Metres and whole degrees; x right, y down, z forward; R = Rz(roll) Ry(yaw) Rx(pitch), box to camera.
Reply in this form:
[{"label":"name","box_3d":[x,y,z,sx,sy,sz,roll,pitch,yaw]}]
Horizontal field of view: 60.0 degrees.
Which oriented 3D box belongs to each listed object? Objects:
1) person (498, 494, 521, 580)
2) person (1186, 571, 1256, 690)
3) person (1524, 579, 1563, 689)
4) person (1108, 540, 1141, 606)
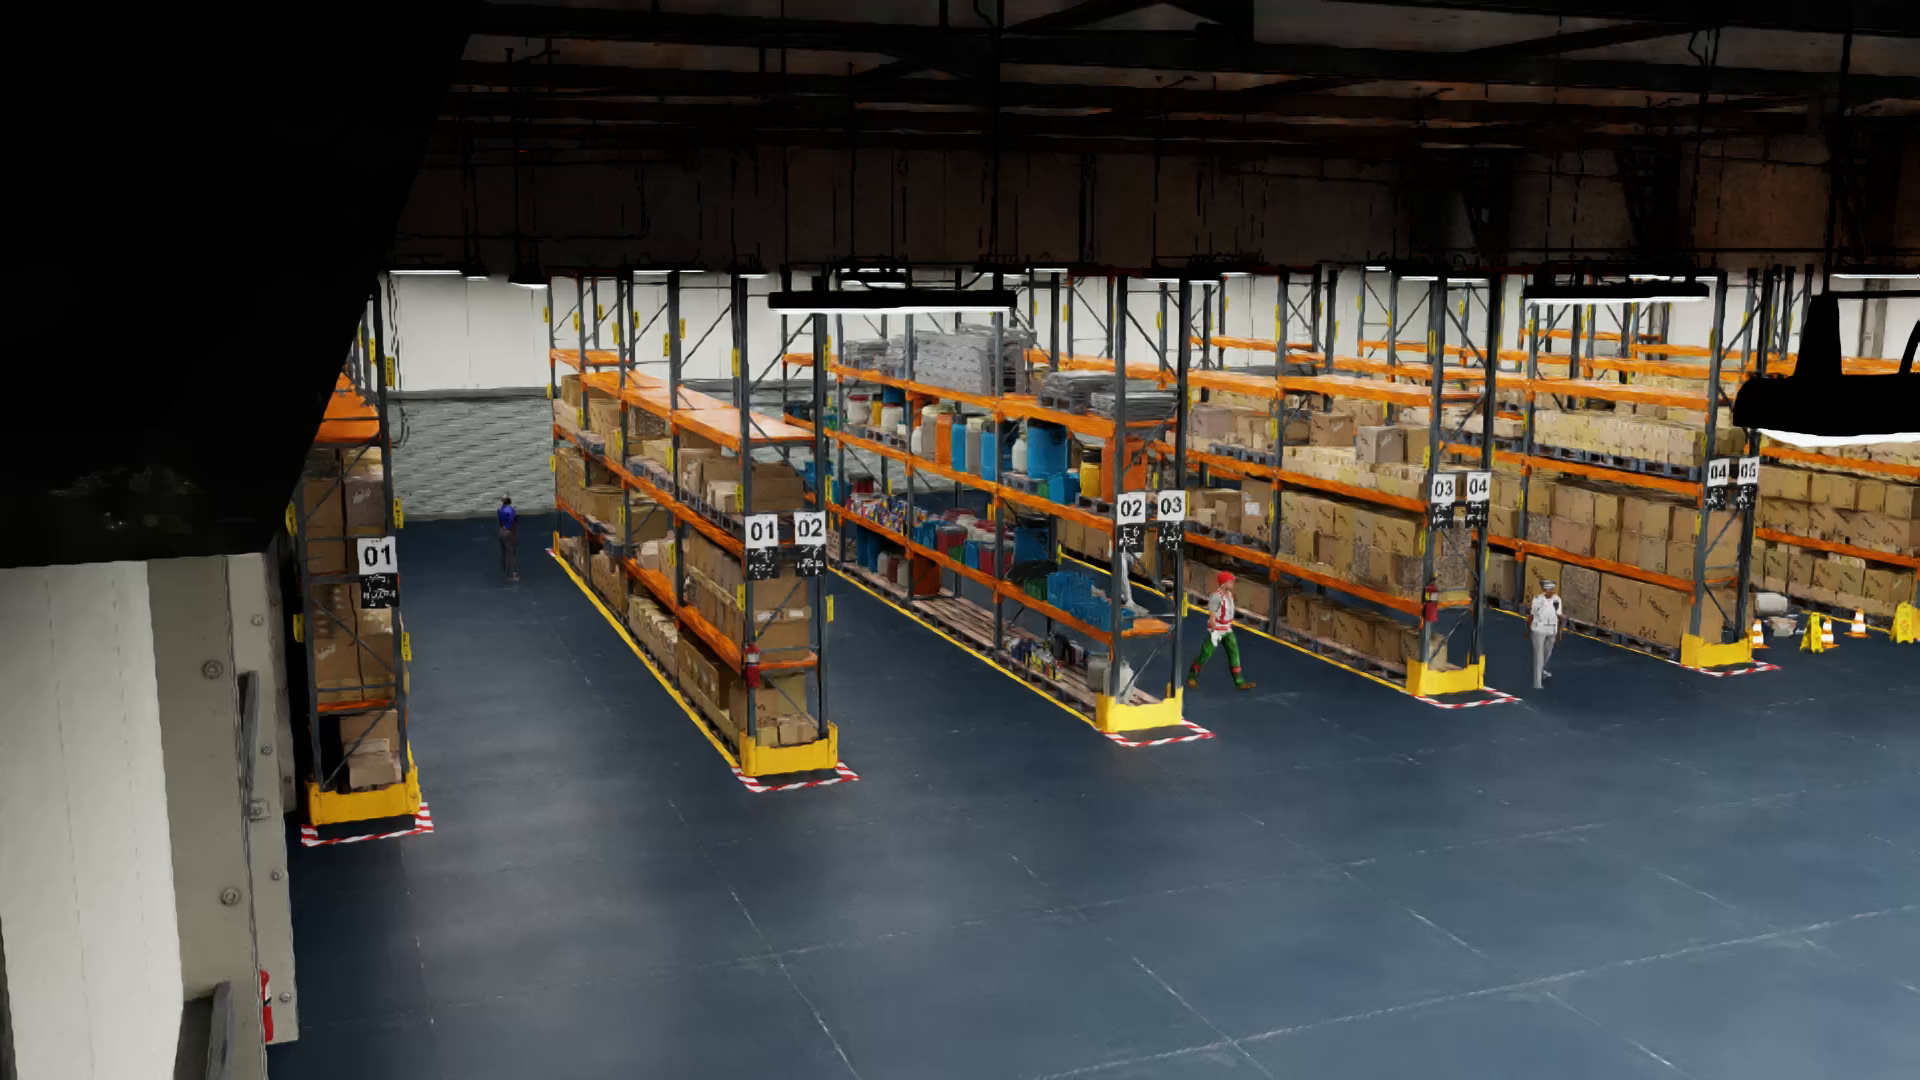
[{"label":"person","box_3d":[-8.725,-0.071,32.206,0.498,1.662,0.426,8,13,39]},{"label":"person","box_3d":[3.771,1.313,24.064,0.948,1.761,0.581,9,13,42]},{"label":"person","box_3d":[8.566,1.328,24.374,0.502,1.609,0.940,0,10,0]},{"label":"person","box_3d":[3.008,0.293,29.956,0.586,1.700,1.189,-4,11,-23]}]
